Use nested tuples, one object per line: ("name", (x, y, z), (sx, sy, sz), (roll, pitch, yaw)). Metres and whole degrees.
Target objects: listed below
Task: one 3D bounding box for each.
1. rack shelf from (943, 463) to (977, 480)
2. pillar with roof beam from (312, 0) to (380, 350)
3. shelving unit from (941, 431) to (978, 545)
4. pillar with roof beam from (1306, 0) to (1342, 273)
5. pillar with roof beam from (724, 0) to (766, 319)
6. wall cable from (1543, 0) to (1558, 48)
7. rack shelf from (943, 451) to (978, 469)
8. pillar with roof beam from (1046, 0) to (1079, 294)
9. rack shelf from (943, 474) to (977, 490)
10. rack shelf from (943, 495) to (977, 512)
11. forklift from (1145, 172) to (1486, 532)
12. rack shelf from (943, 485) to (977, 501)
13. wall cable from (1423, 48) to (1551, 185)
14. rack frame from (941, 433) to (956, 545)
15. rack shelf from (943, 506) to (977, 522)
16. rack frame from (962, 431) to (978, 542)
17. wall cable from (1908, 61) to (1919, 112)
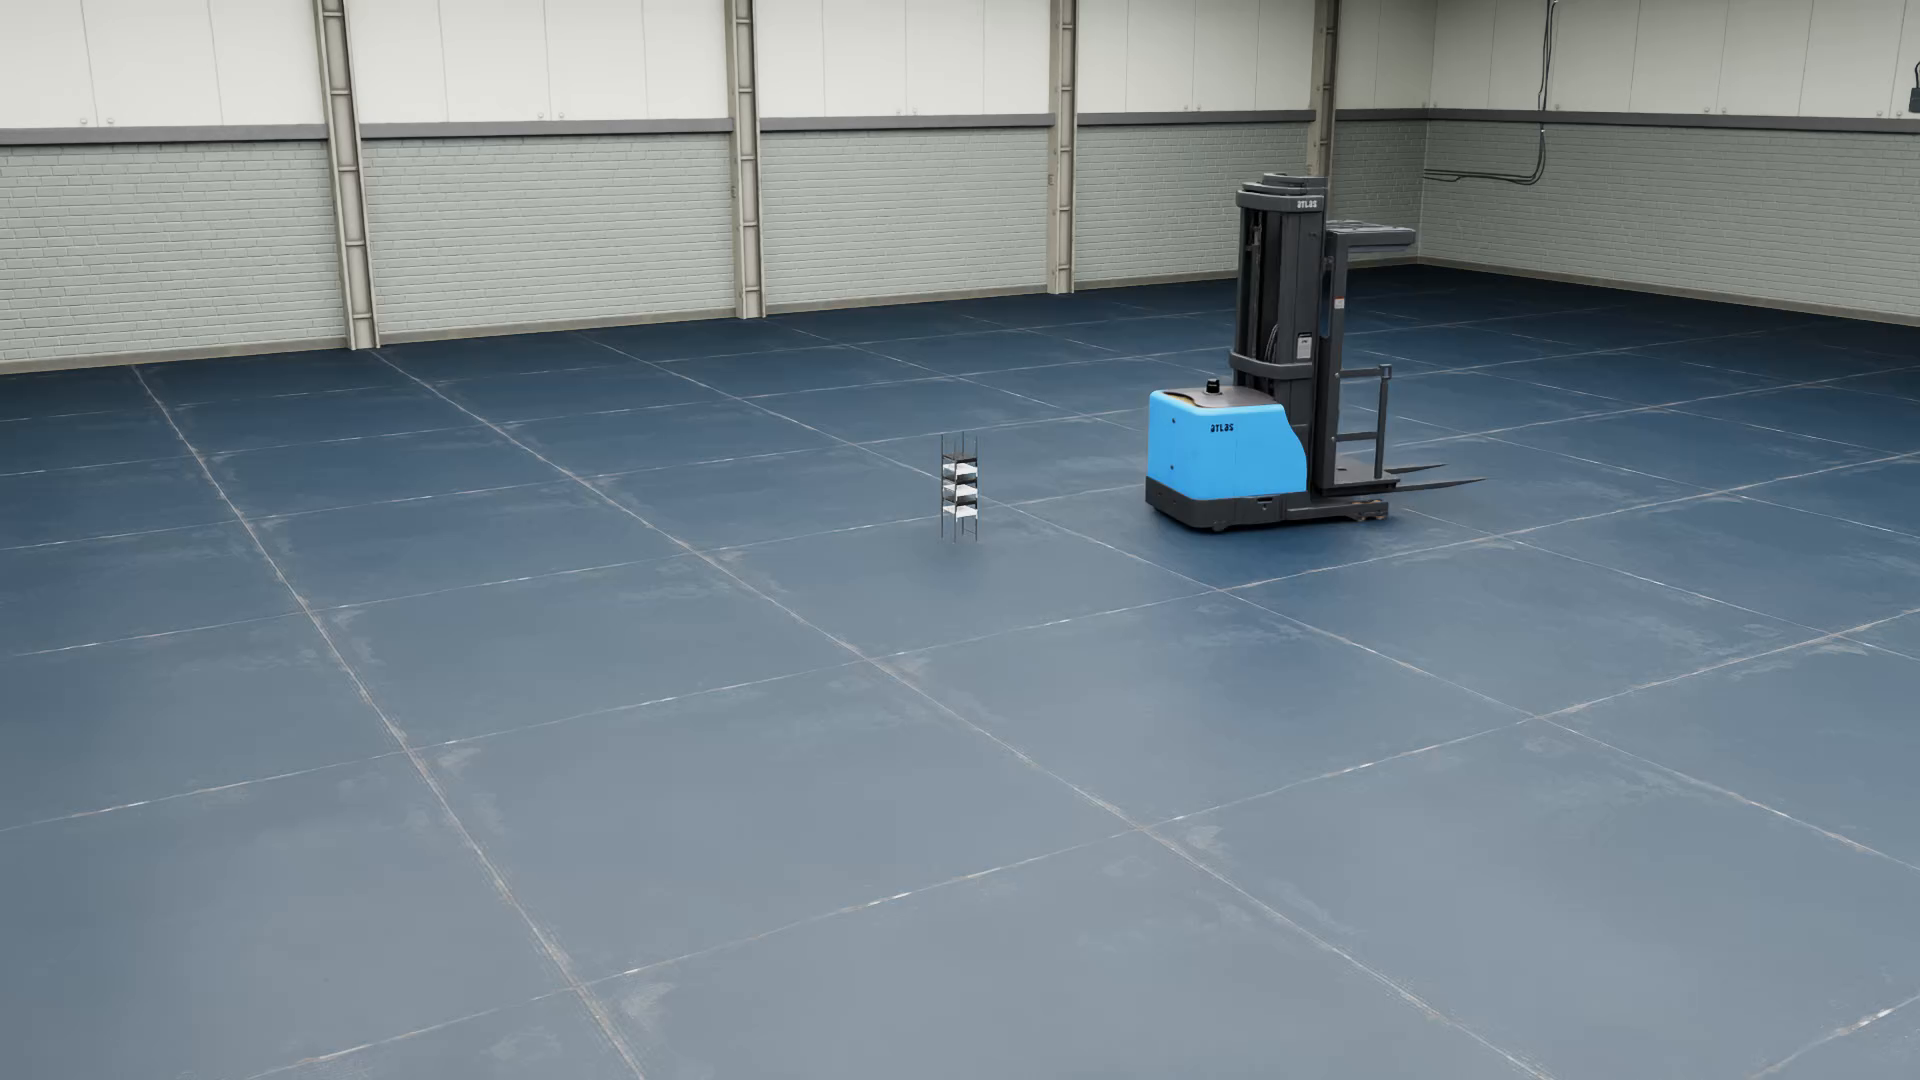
("rack shelf", (-0.007, -0.573, 13.745), (0.200, 0.077, 0.258), (-9, 18, -30))
("pillar with roof beam", (-6.284, -6.083, 18.938), (0.400, 9.000, 9.100), (-9, 18, -30))
("shelving unit", (-0.007, -0.432, 13.784), (0.210, 0.900, 0.258), (-9, 18, -30))
("pillar with roof beam", (9.145, -8.585, 27.864), (0.400, 9.000, 9.100), (-9, 18, -30))
("pillar with roof beam", (-1.141, -6.917, 21.913), (0.400, 9.000, 9.100), (-9, 18, -30))
("wall cable", (11.527, -9.995, 29.291), (0.112, 2.526, 3.097), (-9, 18, -30))
("rack shelf", (-0.007, -0.660, 13.720), (0.200, 0.077, 0.258), (-9, 18, -30))
("pillar with roof beam", (4.002, -7.751, 24.889), (0.400, 9.000, 9.100), (-9, 18, -30))
("rack shelf", (-0.007, -0.487, 13.769), (0.200, 0.077, 0.258), (-9, 18, -30))
("rack shelf", (-0.007, -0.313, 13.818), (0.200, 0.077, 0.258), (-9, 18, -30))
("forklift", (3.229, -1.703, 14.555), (3.031, 2.935, 1.130), (-5, 17, -18))
("rack shelf", (-0.007, -0.400, 13.793), (0.200, 0.077, 0.258), (-9, 18, -30))
("wall cable", (10.134, -8.190, 32.206), (0.112, 2.526, 3.097), (-9, 18, -30))
("rack frame", (-0.094, -0.418, 13.734), (0.006, 0.900, 0.240), (-9, 18, -30))
("rack shelf", (-0.007, -0.227, 13.842), (0.200, 0.077, 0.258), (-9, 18, -30))
("rack frame", (0.080, -0.446, 13.835), (0.006, 0.900, 0.240), (-9, 18, -30))
("wall cable", (15.010, -9.124, 23.484), (0.169, 6.003, 2.305), (-9, 18, -30))
